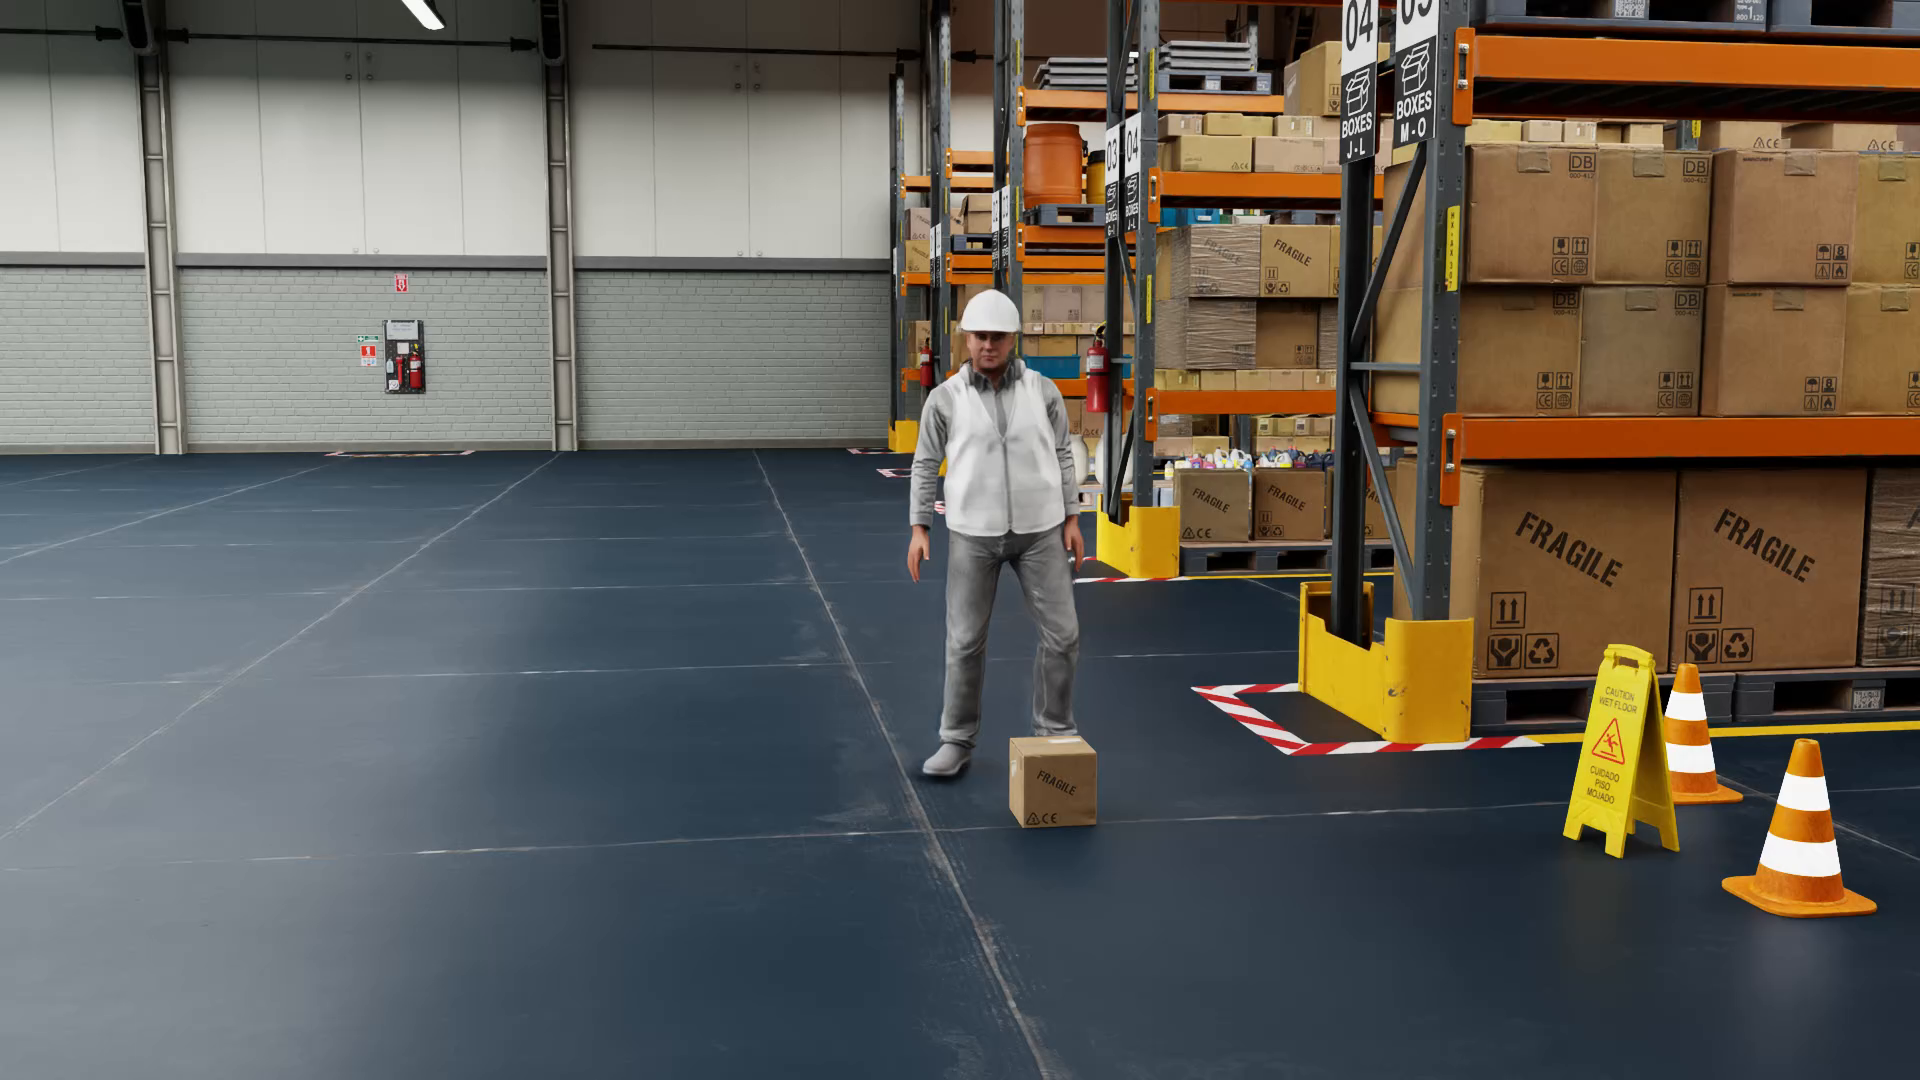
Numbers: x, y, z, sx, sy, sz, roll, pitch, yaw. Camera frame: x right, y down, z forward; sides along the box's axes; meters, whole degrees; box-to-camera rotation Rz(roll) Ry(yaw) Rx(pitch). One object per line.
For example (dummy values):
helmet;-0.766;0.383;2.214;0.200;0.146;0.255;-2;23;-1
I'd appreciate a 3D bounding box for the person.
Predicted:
person;0.149;-0.014;6.126;0.686;1.800;0.374;-1;6;-6
